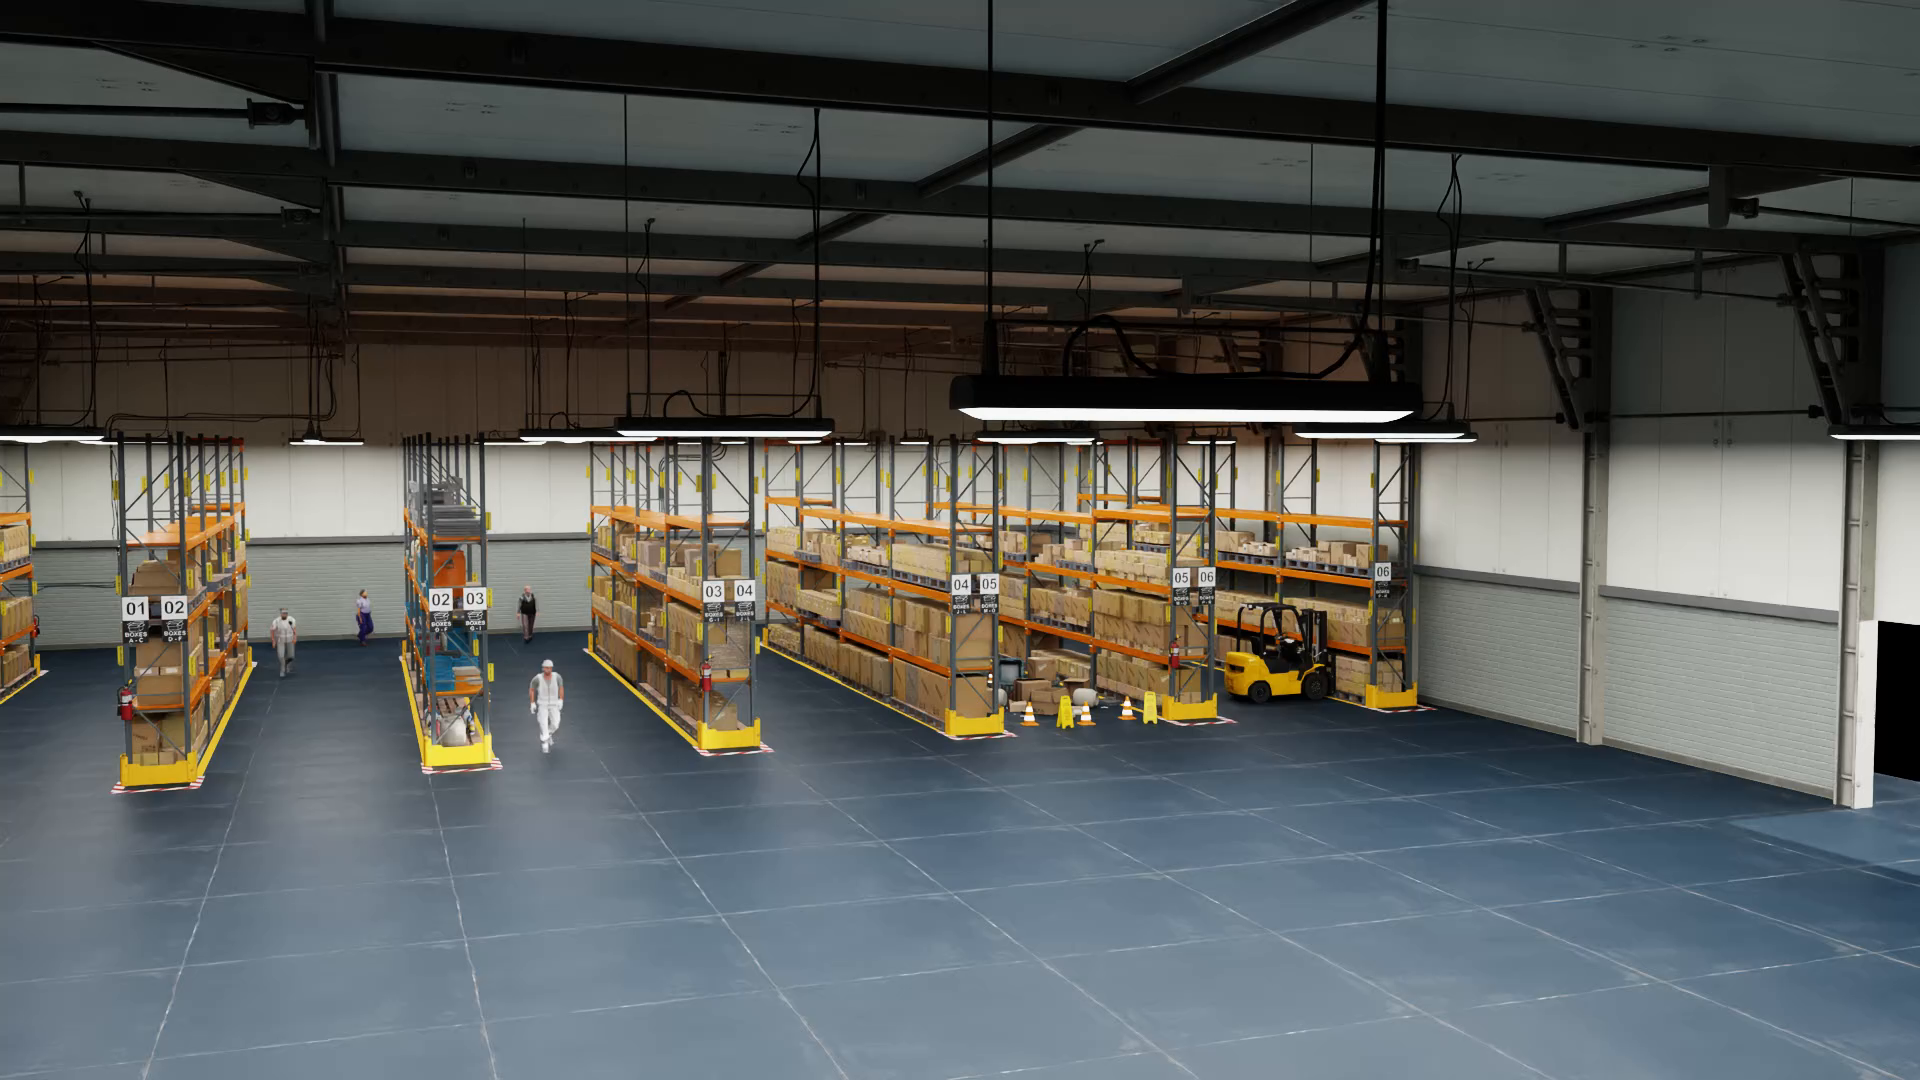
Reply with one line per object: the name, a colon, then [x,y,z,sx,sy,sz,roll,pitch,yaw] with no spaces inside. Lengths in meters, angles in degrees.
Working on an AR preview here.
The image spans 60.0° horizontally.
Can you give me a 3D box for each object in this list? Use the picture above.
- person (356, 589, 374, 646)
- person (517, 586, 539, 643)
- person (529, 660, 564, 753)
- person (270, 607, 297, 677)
person: [-17.234,2.230,47.960,0.516,1.635,0.484,1,3,24]
person: [-12.681,2.174,48.820,0.636,1.659,1.074,-1,3,-19]
person: [-7.811,3.112,31.386,0.626,1.761,0.673,-1,3,-24]
person: [-17.030,2.545,41.862,0.626,1.742,0.659,-2,4,-32]
